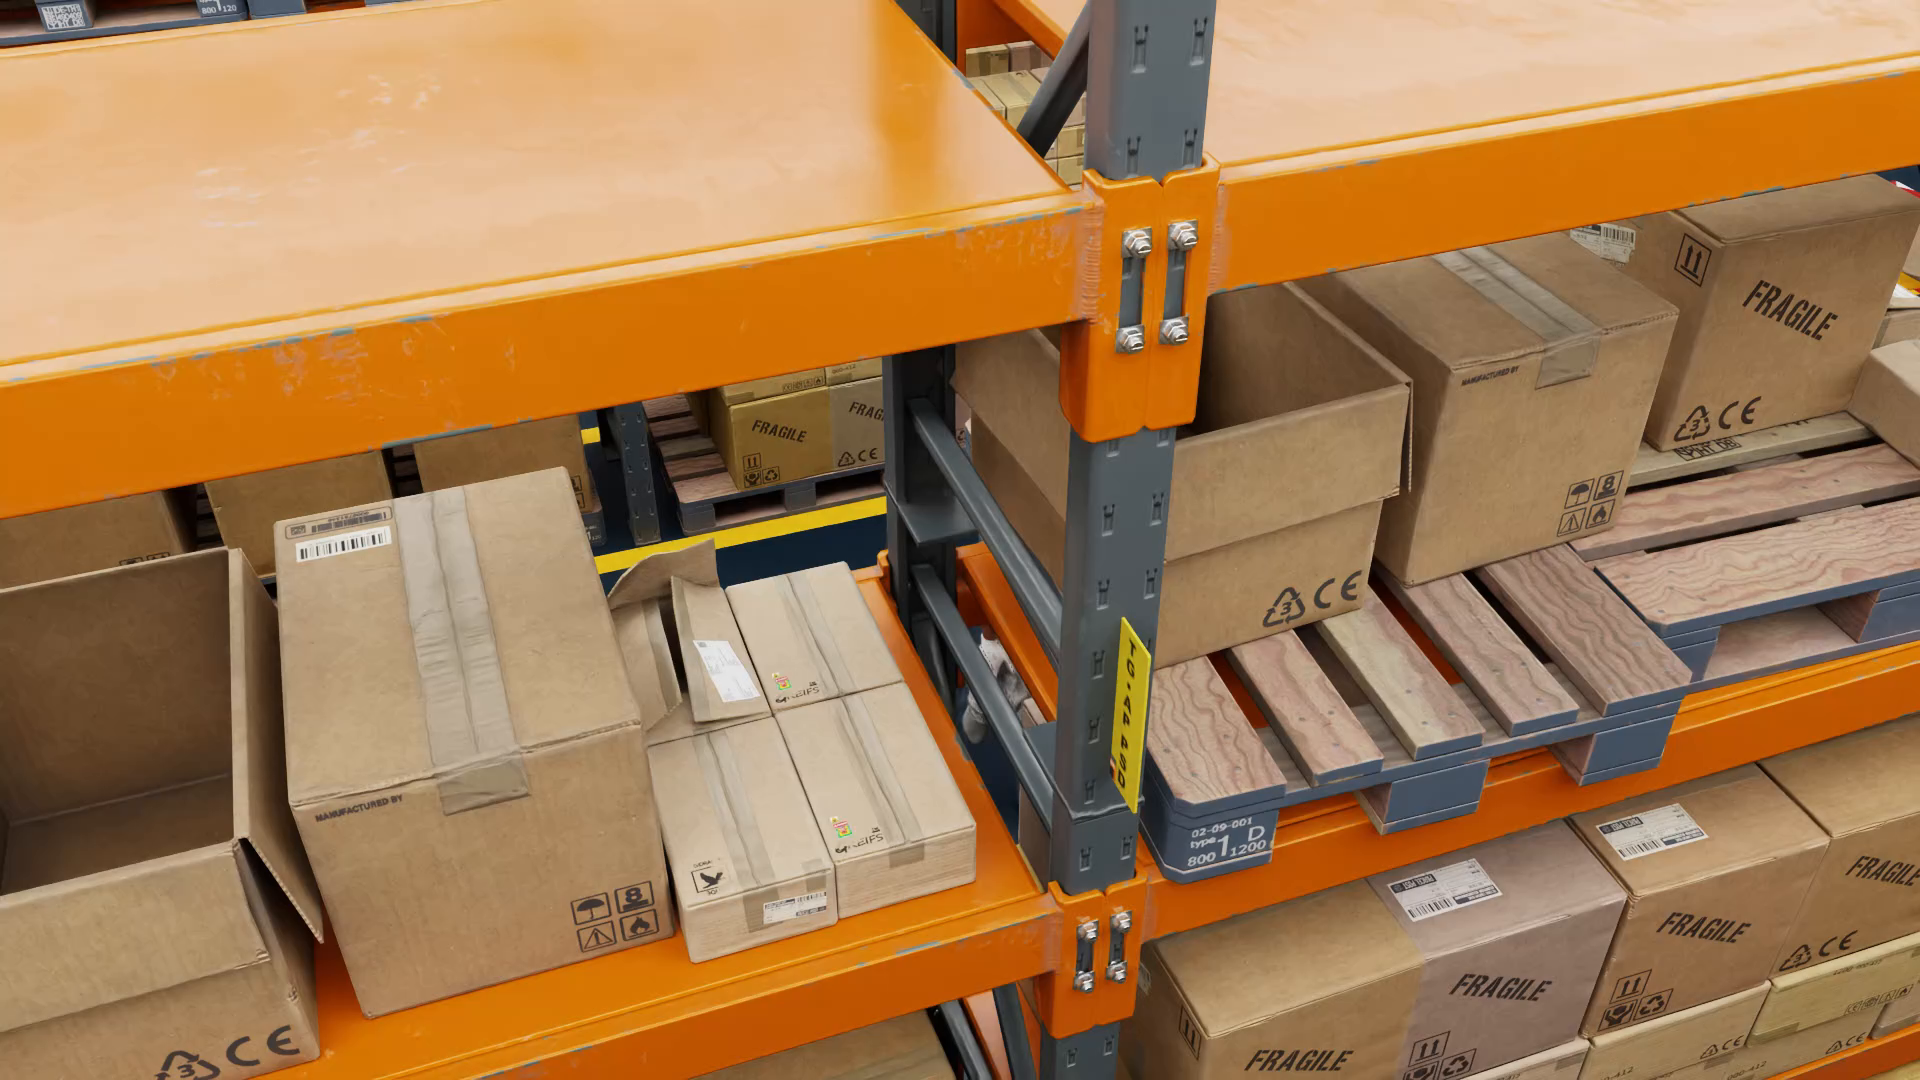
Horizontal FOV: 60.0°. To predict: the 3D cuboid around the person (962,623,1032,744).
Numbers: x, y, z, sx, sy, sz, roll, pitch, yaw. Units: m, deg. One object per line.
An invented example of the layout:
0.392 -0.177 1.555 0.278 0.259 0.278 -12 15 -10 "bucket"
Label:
0.313 0.309 6.347 0.600 1.769 0.732 -21 42 -25 "person"
